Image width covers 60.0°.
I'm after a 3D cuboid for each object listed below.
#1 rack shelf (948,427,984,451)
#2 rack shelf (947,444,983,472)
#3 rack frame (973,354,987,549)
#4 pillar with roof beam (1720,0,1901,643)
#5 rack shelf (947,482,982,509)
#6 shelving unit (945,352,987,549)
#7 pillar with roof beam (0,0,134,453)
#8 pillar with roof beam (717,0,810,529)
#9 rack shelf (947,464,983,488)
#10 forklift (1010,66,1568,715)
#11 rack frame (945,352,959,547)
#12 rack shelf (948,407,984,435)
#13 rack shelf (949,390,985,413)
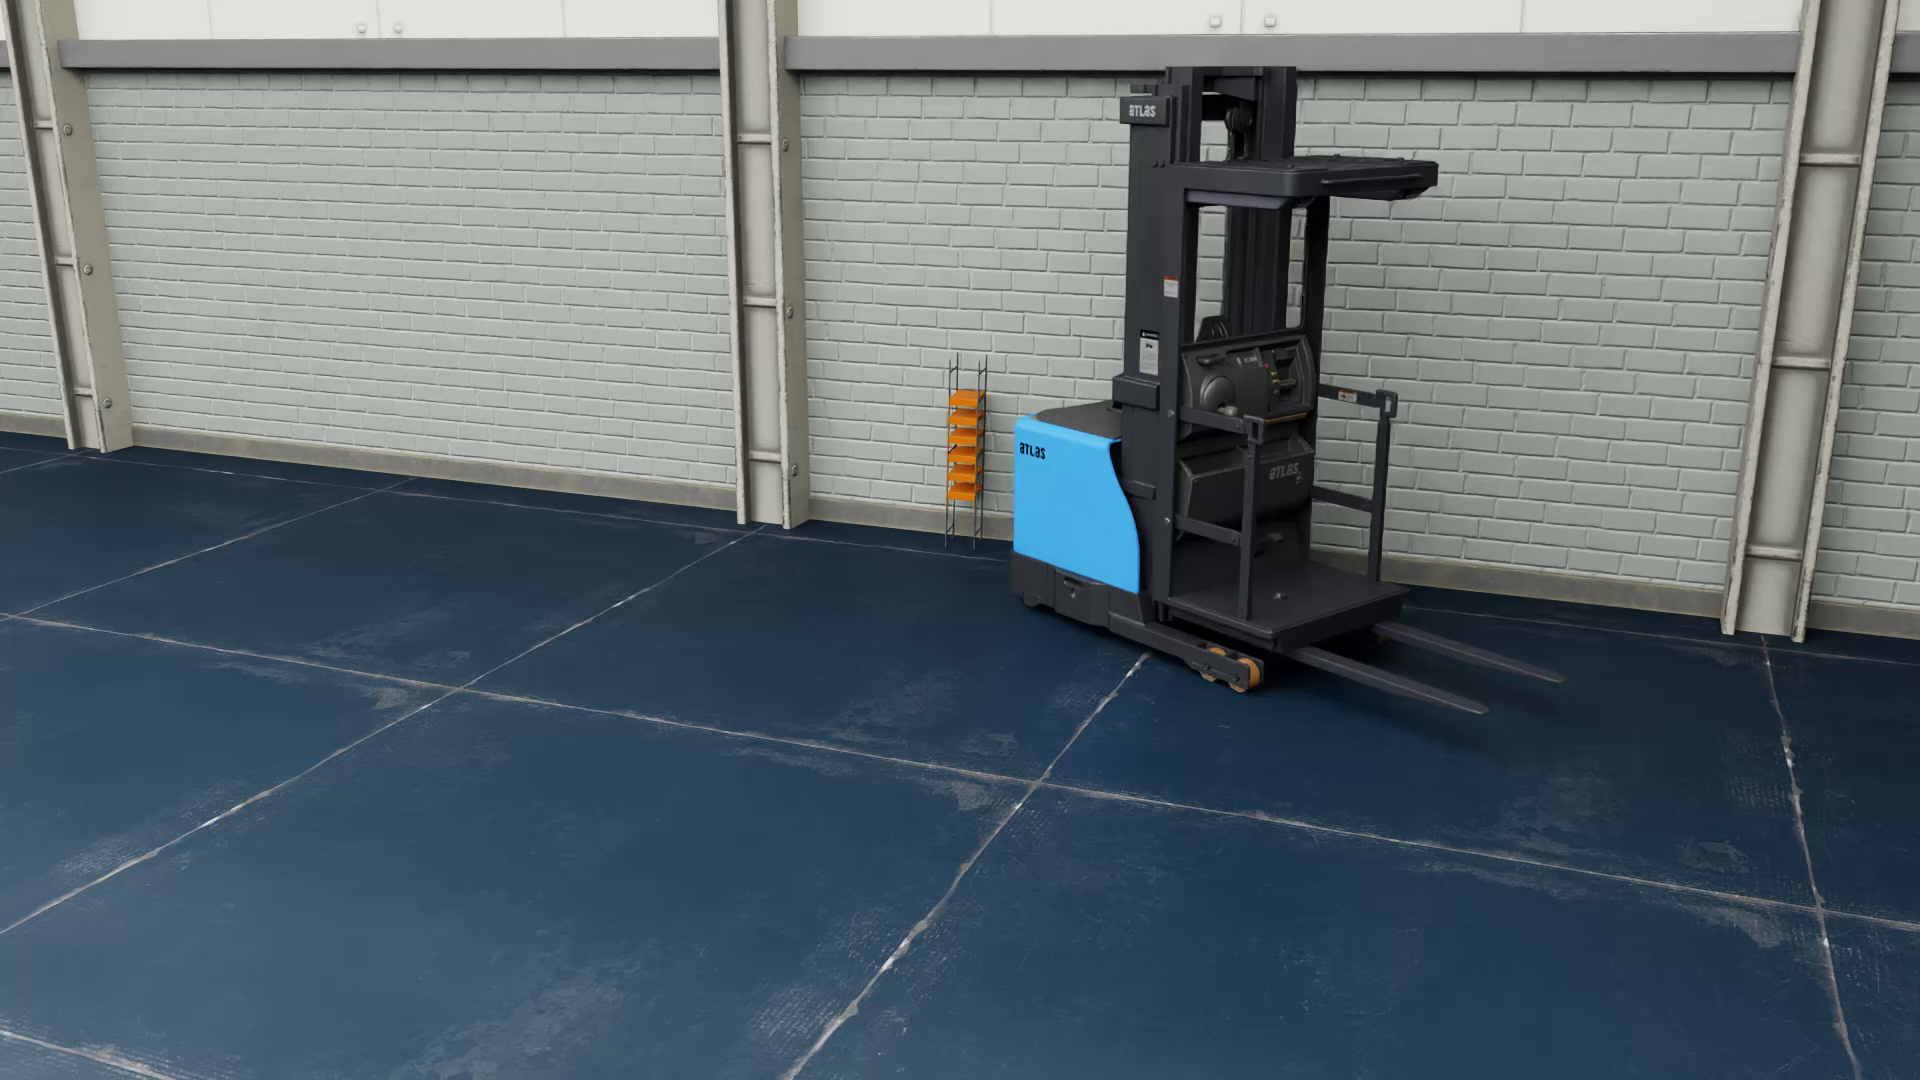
[{"bbox_3d":[0.040,-0.628,10.394,0.180,0.103,0.258,5,18,11],"label":"rack shelf"},{"bbox_3d":[0.037,-0.514,10.431,0.180,0.103,0.258,5,18,11],"label":"rack shelf"},{"bbox_3d":[0.128,-0.548,10.399,0.006,1.200,0.240,5,18,11],"label":"rack frame"},{"bbox_3d":[2.761,-2.721,3.907,0.400,9.000,9.100,6,17,21],"label":"pillar with roof beam"},{"bbox_3d":[0.031,-0.285,10.504,0.180,0.103,0.258,5,18,11],"label":"rack shelf"},{"bbox_3d":[0.038,-0.556,10.417,0.189,1.200,0.258,5,18,11],"label":"shelving unit"},{"bbox_3d":[-8.402,-3.949,8.136,0.400,9.000,9.100,6,17,21],"label":"pillar with roof beam"},{"bbox_3d":[-2.821,-3.335,6.022,0.400,9.000,9.100,6,17,21],"label":"pillar with roof beam"},{"bbox_3d":[0.034,-0.400,10.467,0.180,0.103,0.258,5,18,11],"label":"rack shelf"},{"bbox_3d":[1.597,-0.821,8.244,1.130,2.935,3.031,-13,20,-37],"label":"forklift"},{"bbox_3d":[-0.051,-0.564,10.435,0.006,1.200,0.240,5,18,11],"label":"rack frame"},{"bbox_3d":[0.043,-0.742,10.358,0.180,0.103,0.258,5,18,11],"label":"rack shelf"},{"bbox_3d":[0.046,-0.857,10.321,0.180,0.103,0.258,5,18,11],"label":"rack shelf"}]
